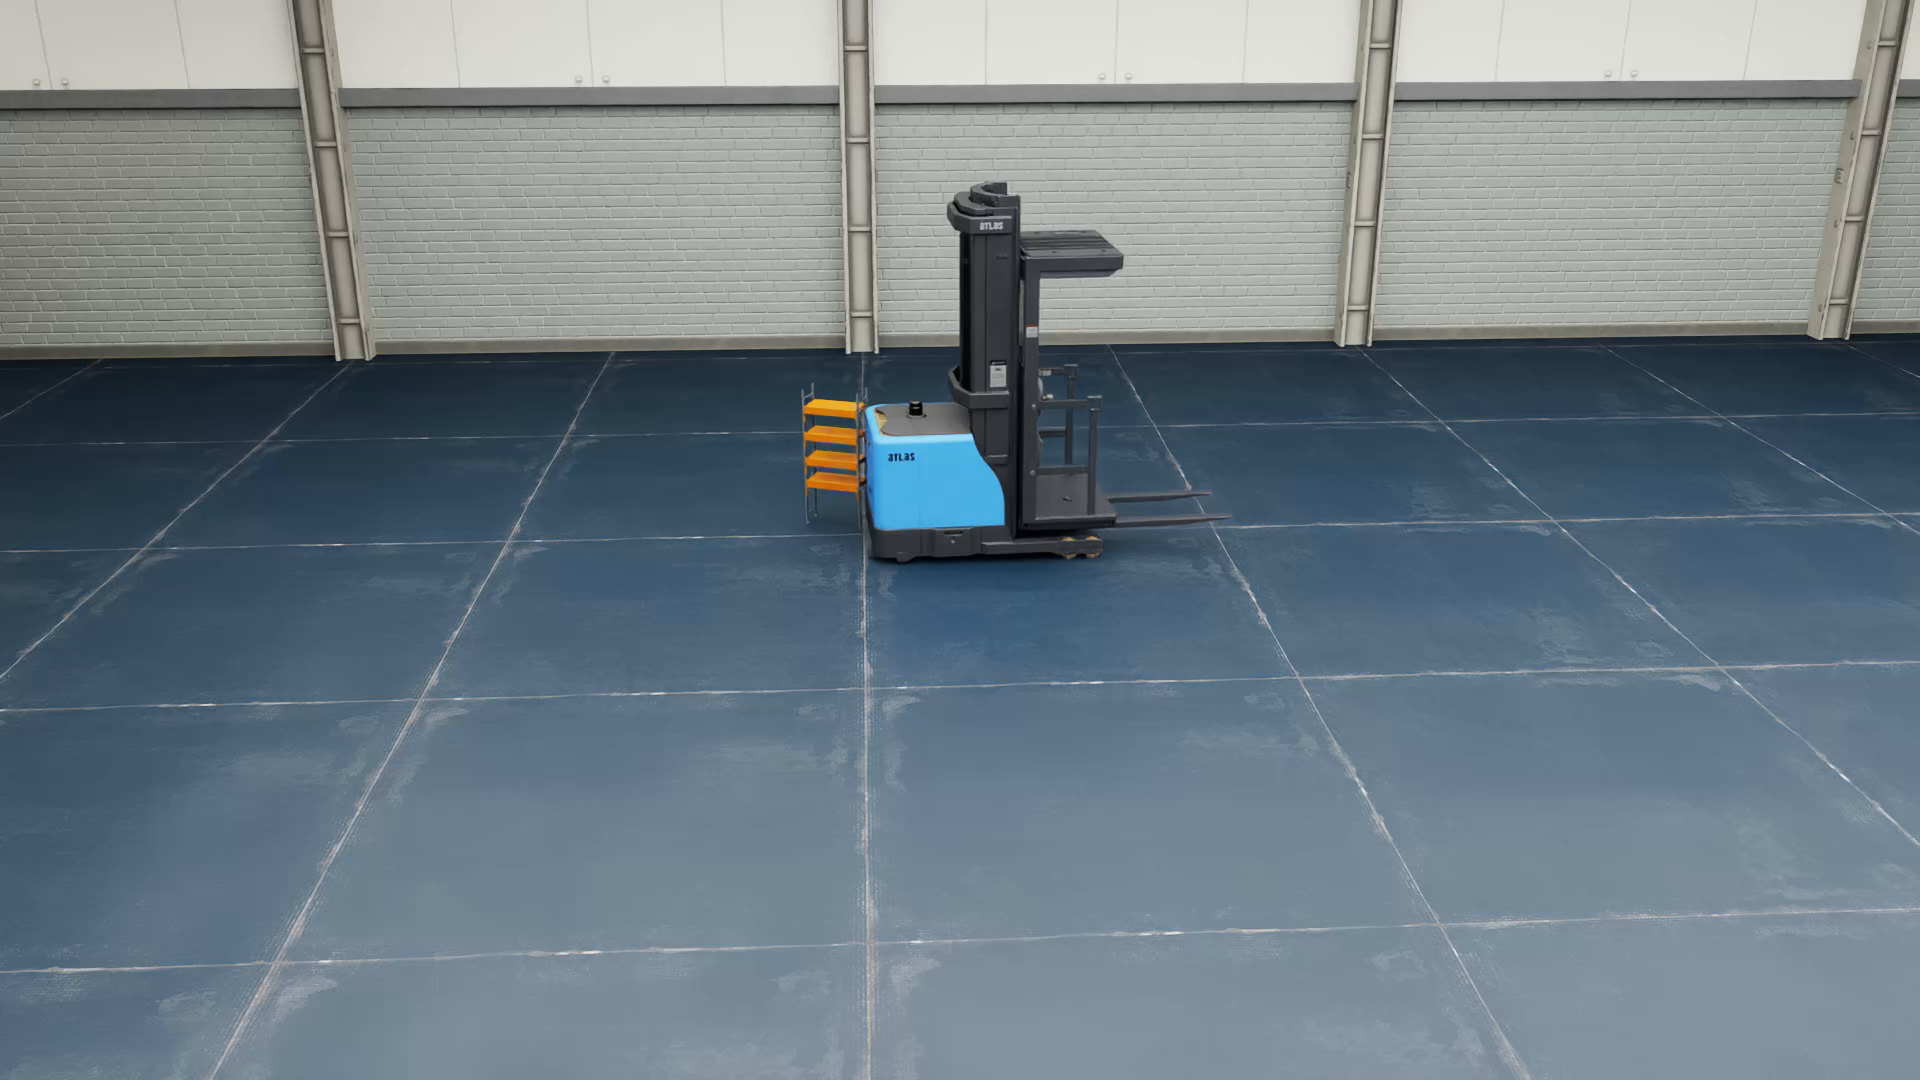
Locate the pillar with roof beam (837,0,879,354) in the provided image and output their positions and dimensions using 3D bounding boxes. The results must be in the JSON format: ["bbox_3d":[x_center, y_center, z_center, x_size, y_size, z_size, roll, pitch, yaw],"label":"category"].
[{"bbox_3d":[-0.933,-4.968,14.455,0.400,9.000,9.100,-1,21,-3],"label":"pillar with roof beam"}]

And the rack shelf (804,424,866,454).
[{"bbox_3d":[-1.061,-0.864,14.196,0.480,0.148,0.258,6,22,16],"label":"rack shelf"}]

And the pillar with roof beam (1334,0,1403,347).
[{"bbox_3d":[5.057,-5.090,14.775,0.400,9.000,9.100,-1,21,-3],"label":"pillar with roof beam"}]

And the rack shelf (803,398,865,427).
[{"bbox_3d":[-1.061,-1.085,14.112,0.480,0.148,0.258,6,22,16],"label":"rack shelf"}]

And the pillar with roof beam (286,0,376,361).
[{"bbox_3d":[-6.923,-4.847,14.135,0.400,9.000,9.100,-1,21,-3],"label":"pillar with roof beam"}]

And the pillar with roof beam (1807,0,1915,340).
[{"bbox_3d":[11.047,-5.212,15.095,0.400,9.000,9.100,-1,21,-3],"label":"pillar with roof beam"}]

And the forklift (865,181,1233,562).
[{"bbox_3d":[0.745,-1.406,13.625,3.031,2.935,1.130,-3,21,-7],"label":"forklift"}]

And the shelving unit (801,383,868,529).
[{"bbox_3d":[-1.061,-0.718,14.252,0.503,1.200,0.258,6,22,16],"label":"shelving unit"}]

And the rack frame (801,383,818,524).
[{"bbox_3d":[-1.294,-0.744,14.319,0.015,1.200,0.240,6,22,16],"label":"rack frame"}]

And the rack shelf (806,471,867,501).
[{"bbox_3d":[-1.061,-0.470,14.347,0.480,0.148,0.258,6,22,16],"label":"rack shelf"}]

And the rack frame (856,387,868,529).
[{"bbox_3d":[-0.827,-0.692,14.185,0.015,1.200,0.240,6,22,16],"label":"rack frame"}]

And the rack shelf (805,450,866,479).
[{"bbox_3d":[-1.061,-0.655,14.276,0.480,0.148,0.258,6,22,16],"label":"rack shelf"}]
